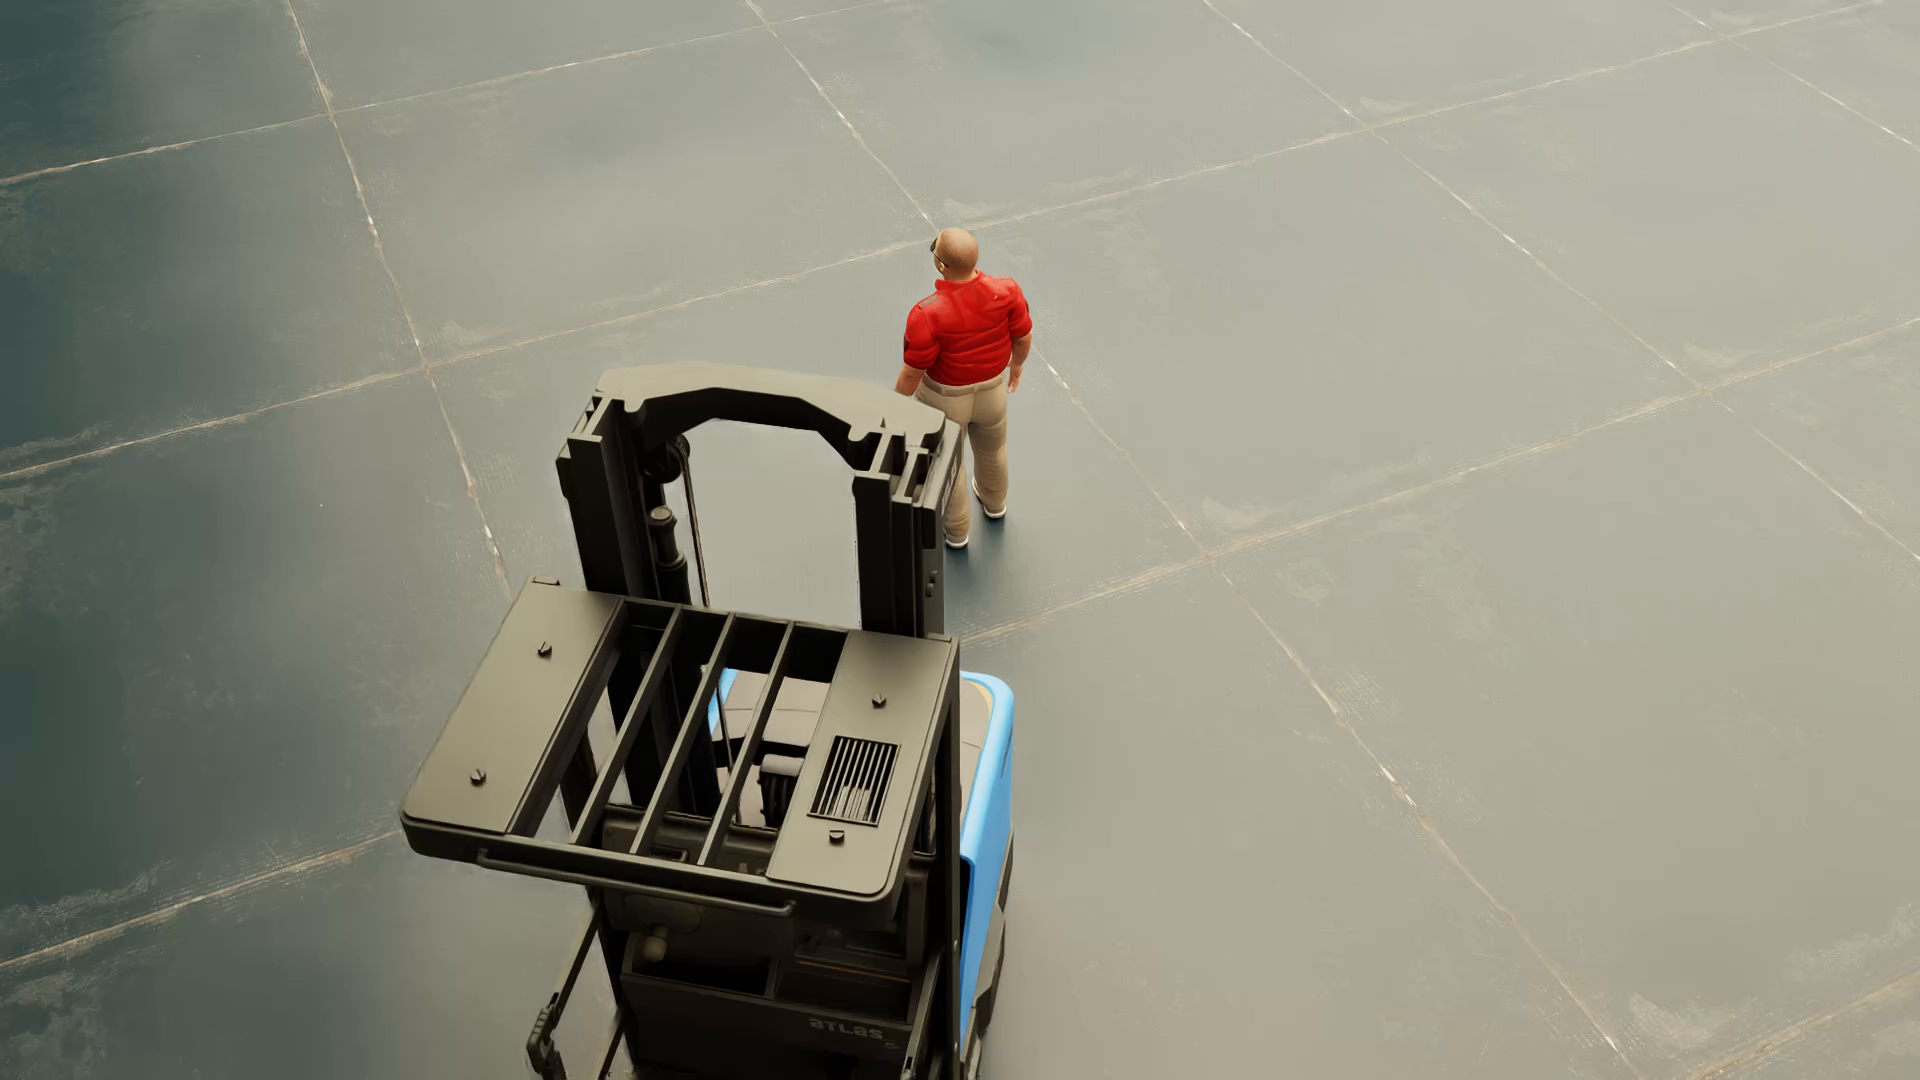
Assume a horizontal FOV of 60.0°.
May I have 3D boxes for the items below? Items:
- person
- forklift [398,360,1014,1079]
[{"bbox_3d":[-0.026,-0.696,7.297,0.640,1.727,0.551,-18,46,-18],"label":"person"},{"bbox_3d":[-0.590,1.112,4.488,1.130,2.935,3.031,8,44,8],"label":"forklift"}]
